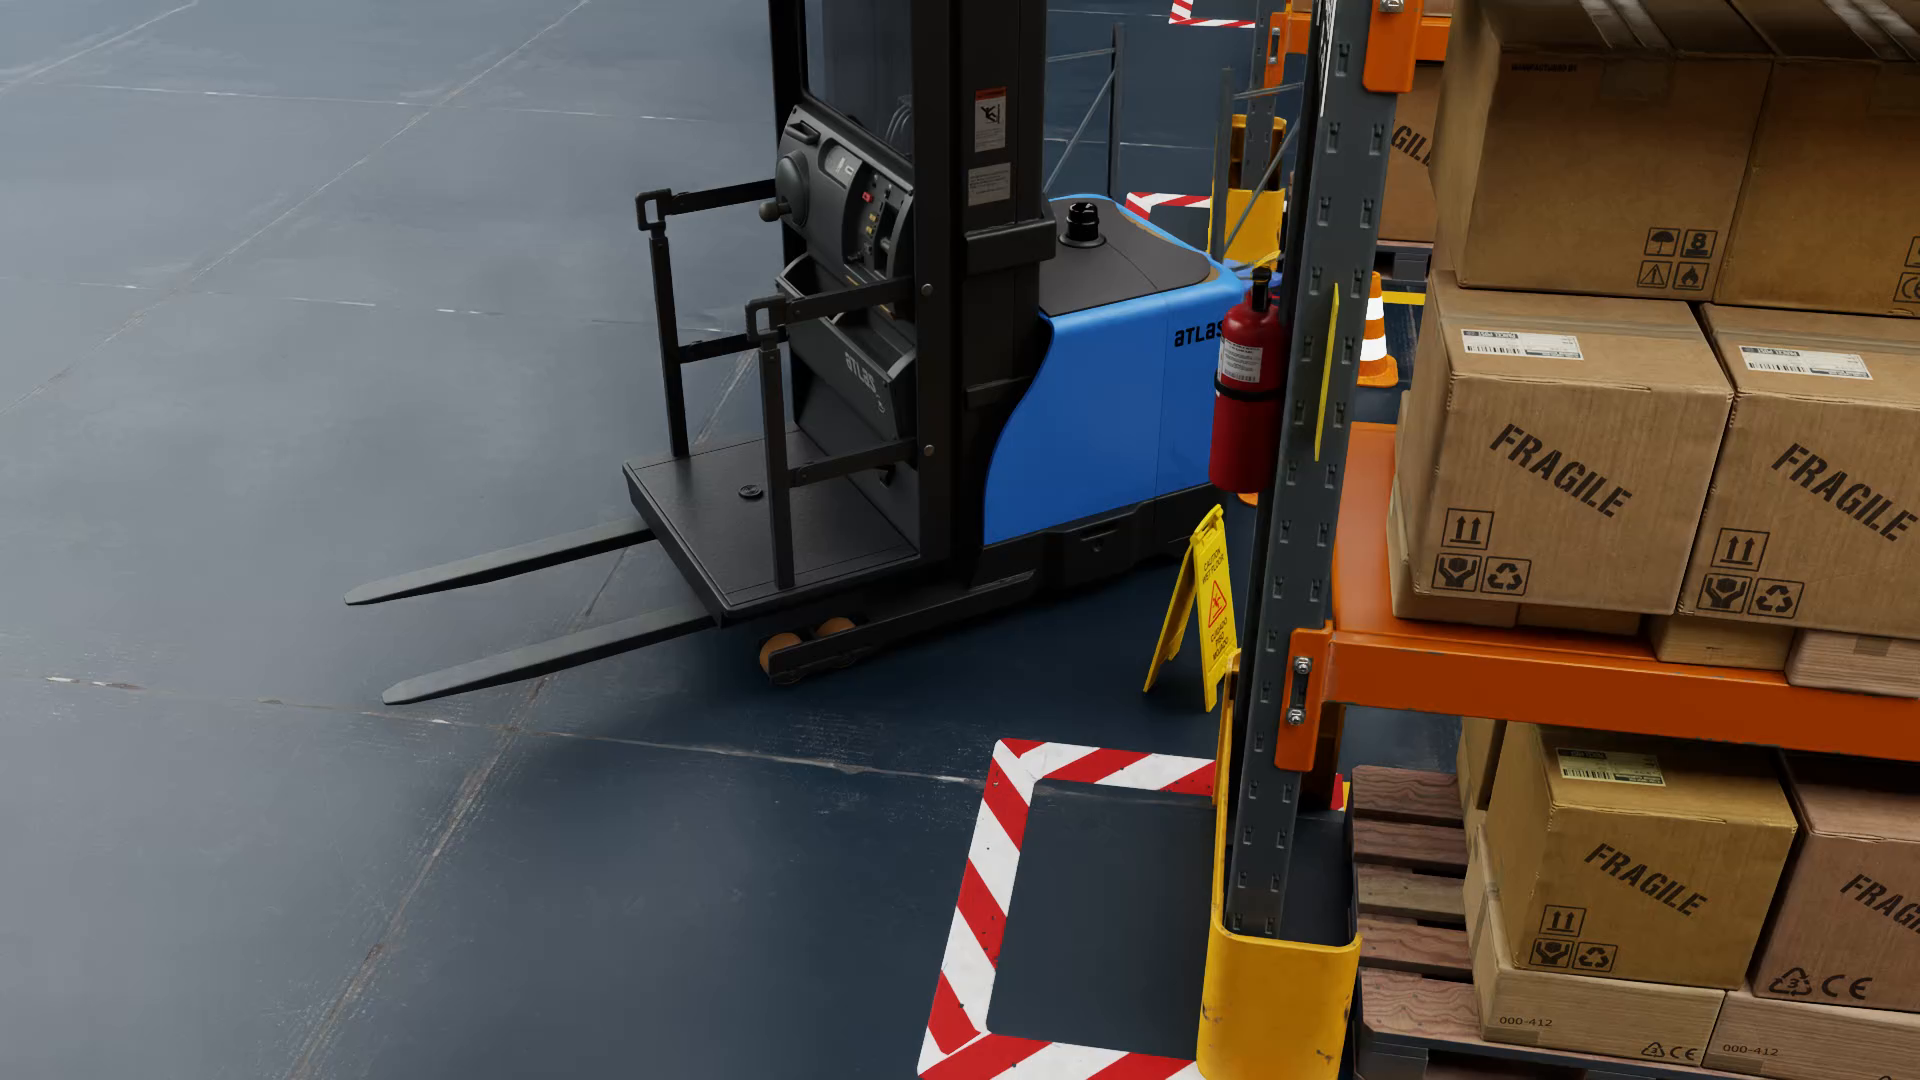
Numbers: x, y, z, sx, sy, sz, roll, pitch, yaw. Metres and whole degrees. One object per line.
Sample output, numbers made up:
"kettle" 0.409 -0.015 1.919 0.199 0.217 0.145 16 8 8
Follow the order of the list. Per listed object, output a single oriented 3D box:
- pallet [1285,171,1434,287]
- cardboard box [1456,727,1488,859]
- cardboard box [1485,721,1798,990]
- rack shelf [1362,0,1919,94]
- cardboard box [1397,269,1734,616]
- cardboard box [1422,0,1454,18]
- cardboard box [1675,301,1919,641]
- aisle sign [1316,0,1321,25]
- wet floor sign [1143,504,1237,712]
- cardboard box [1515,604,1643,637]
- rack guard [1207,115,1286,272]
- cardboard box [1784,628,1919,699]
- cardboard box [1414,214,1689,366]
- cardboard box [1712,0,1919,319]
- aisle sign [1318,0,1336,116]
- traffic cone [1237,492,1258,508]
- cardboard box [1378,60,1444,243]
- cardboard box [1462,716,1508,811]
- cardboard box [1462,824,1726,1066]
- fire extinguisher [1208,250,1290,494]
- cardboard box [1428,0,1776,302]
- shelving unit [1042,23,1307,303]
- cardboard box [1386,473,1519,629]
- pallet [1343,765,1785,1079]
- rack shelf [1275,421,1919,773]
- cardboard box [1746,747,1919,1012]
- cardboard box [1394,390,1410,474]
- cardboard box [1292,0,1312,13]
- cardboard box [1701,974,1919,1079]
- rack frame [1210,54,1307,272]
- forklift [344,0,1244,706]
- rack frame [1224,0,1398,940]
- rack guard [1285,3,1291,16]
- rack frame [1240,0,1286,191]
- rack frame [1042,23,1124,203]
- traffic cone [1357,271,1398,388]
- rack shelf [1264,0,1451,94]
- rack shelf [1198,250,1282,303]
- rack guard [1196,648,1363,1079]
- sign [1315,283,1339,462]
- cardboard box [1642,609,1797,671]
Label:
"pallet" 2.310 -1.613 8.629 1.213 0.211 1.003 5 32 8
"cardboard box" 1.641 0.693 4.511 0.500 0.250 0.500 5 32 8
"cardboard box" 1.547 0.660 3.857 0.500 0.500 0.500 4 32 7
"rack shelf" 2.747 -1.016 2.897 4.000 0.370 1.077 5 32 8
"cardboard box" 1.195 -0.209 3.382 0.500 0.500 0.500 5 32 7
"cardboard box" 2.427 -2.842 7.823 0.550 0.550 0.875 5 32 8
"cardboard box" 1.706 -0.165 3.311 0.500 0.500 0.500 6 33 10
"aisle sign" 0.763 -1.487 3.349 0.004 0.787 0.394 5 32 8
"wet floor sign" 0.768 0.193 5.333 0.232 0.644 0.267 17 36 25
"cardboard box" 1.326 0.032 3.608 0.250 0.149 0.380 6 32 9
"rack guard" 1.485 -1.769 8.604 0.348 0.500 1.175 5 32 8
"cardboard box" 1.817 0.145 3.428 0.250 0.149 0.380 6 32 9
"cardboard box" 1.356 -0.492 3.835 0.500 0.500 0.500 5 32 7
"cardboard box" 1.813 -0.840 3.448 0.500 0.500 0.700 5 32 9
"aisle sign" 0.662 -1.173 2.847 0.004 0.787 0.394 5 32 8
"traffic cone" 1.268 -0.400 6.453 0.334 0.463 0.336 5 32 8
"cardboard box" 2.188 -2.077 8.348 0.875 0.875 0.875 5 32 8
"cardboard box" 1.609 0.377 4.310 0.500 0.500 0.500 5 32 9
"cardboard box" 1.524 0.976 4.059 0.500 0.250 0.500 5 32 8
"fire extinguisher" 0.740 -0.447 4.209 0.183 0.674 0.296 5 32 8
"cardboard box" 1.315 -0.889 3.526 0.500 0.500 0.700 4 32 7
"shelving unit" 0.799 -1.211 6.653 0.538 1.500 1.048 -20 32 -35
"cardboard box" 1.075 0.017 3.632 0.250 0.149 0.380 5 32 8
"pallet" 1.645 1.052 4.371 1.213 0.211 1.003 5 32 8
"rack shelf" 2.747 0.255 3.693 4.000 0.370 1.077 5 32 8
"cardboard box" 2.063 0.704 3.786 0.500 0.500 0.500 4 32 6
"cardboard box" 1.180 -0.200 3.979 0.250 0.149 0.380 6 33 10
"cardboard box" 1.882 -2.880 7.883 0.550 0.550 0.875 5 32 8
"cardboard box" 2.026 1.026 3.980 0.500 0.250 0.500 6 33 10
"rack frame" 1.123 -1.044 6.299 0.500 1.500 0.032 -20 32 -35
"forklift" -0.558 -1.087 5.223 3.031 2.935 1.130 -16 35 -23
"rack frame" 0.775 -0.228 3.787 0.127 3.000 1.000 5 32 8
"rack guard" 2.517 -4.345 12.720 0.348 0.500 1.175 5 32 8
"rack frame" 1.508 -2.826 7.938 0.127 3.000 1.000 5 32 8
"rack frame" 0.475 -1.377 7.008 0.500 1.500 0.032 -20 32 -35
"traffic cone" 1.793 -0.961 7.348 0.334 0.463 0.336 5 32 8
"rack shelf" 3.480 -2.343 7.843 4.000 0.370 1.077 5 32 8
"rack shelf" 0.800 -1.048 6.730 0.538 0.185 1.000 -20 32 -35
"rack guard" 0.850 0.838 4.440 0.348 0.500 1.175 5 32 8
"sign" 0.684 -0.311 3.104 0.005 0.325 0.100 5 32 8
"cardboard box" 1.574 0.098 3.503 0.250 0.149 0.380 4 32 7
